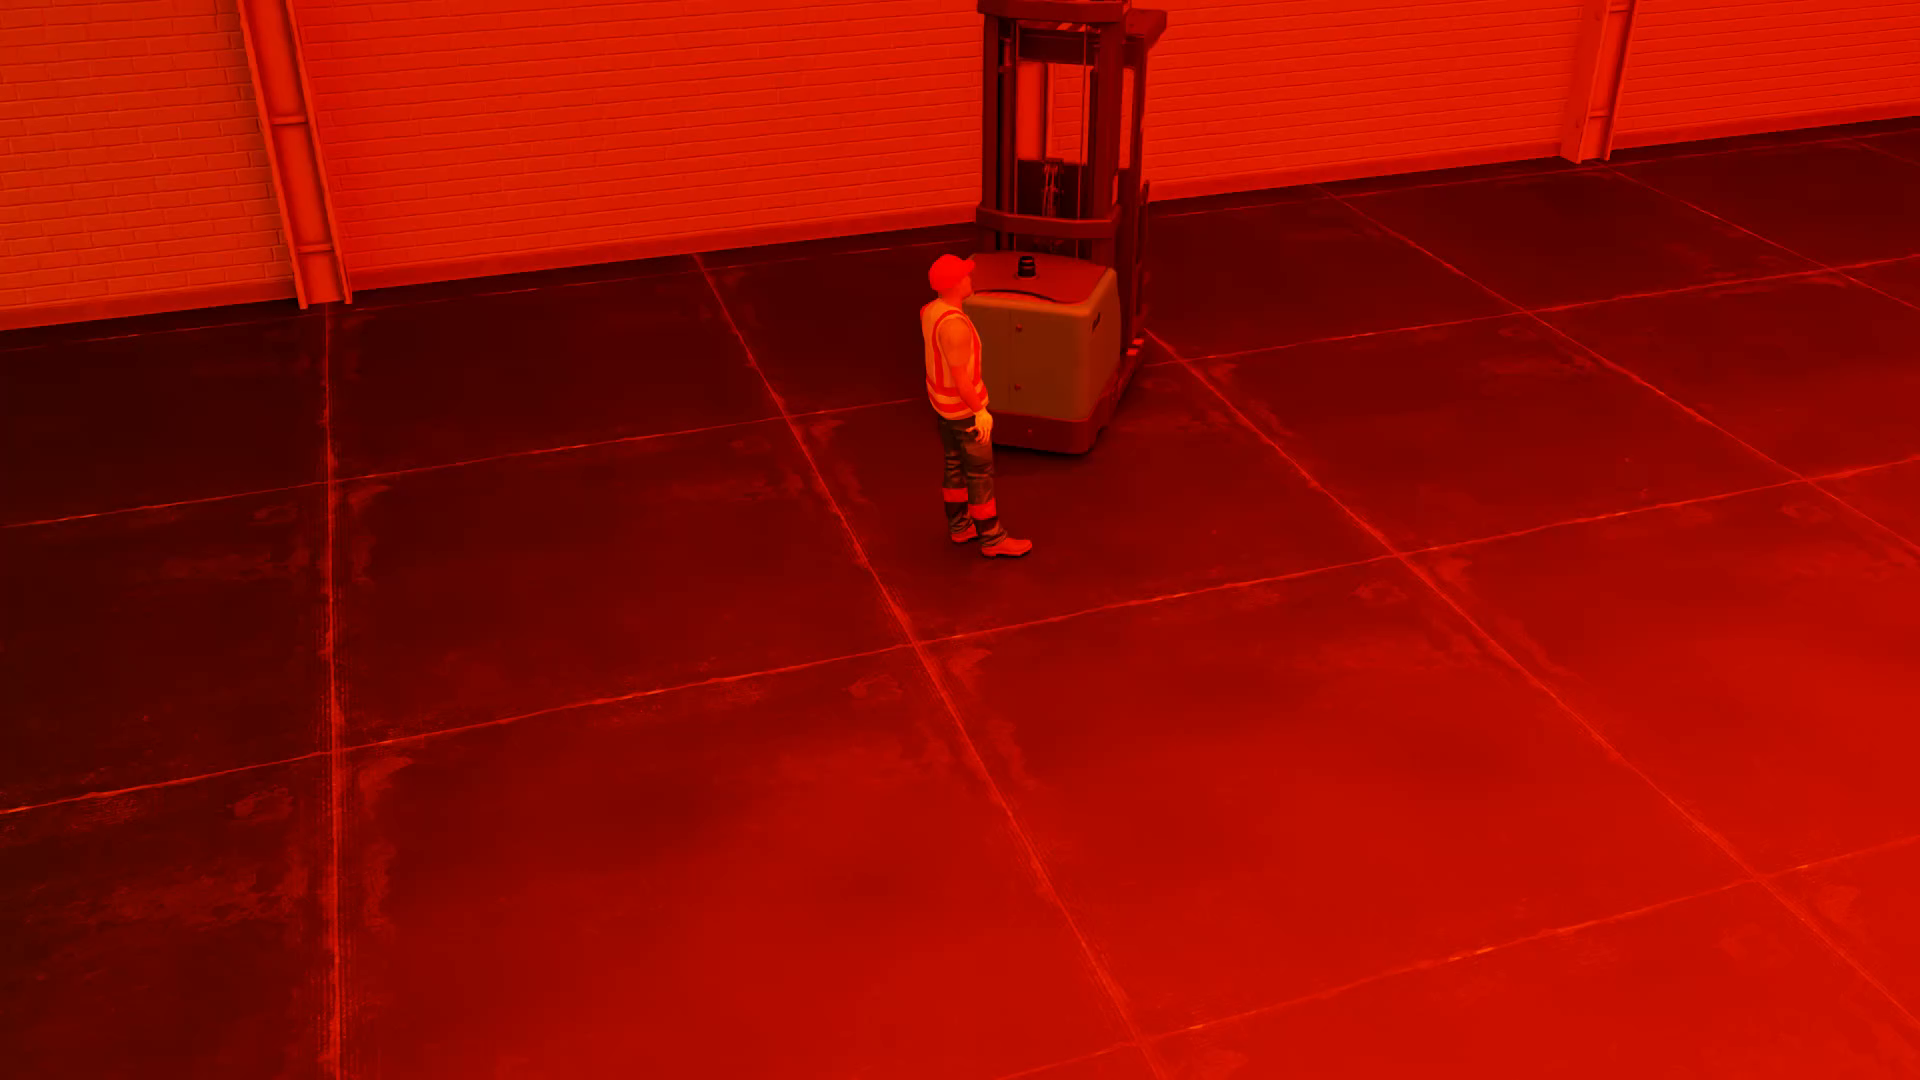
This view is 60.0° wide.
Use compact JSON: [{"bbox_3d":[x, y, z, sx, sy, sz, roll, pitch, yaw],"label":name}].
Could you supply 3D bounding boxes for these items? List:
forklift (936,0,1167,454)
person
[{"bbox_3d":[0.758,-2.552,11.523,1.130,2.935,3.031,9,31,15],"label":"forklift"},{"bbox_3d":[0.081,-0.789,9.590,0.561,1.790,0.638,-10,31,-16],"label":"person"}]
